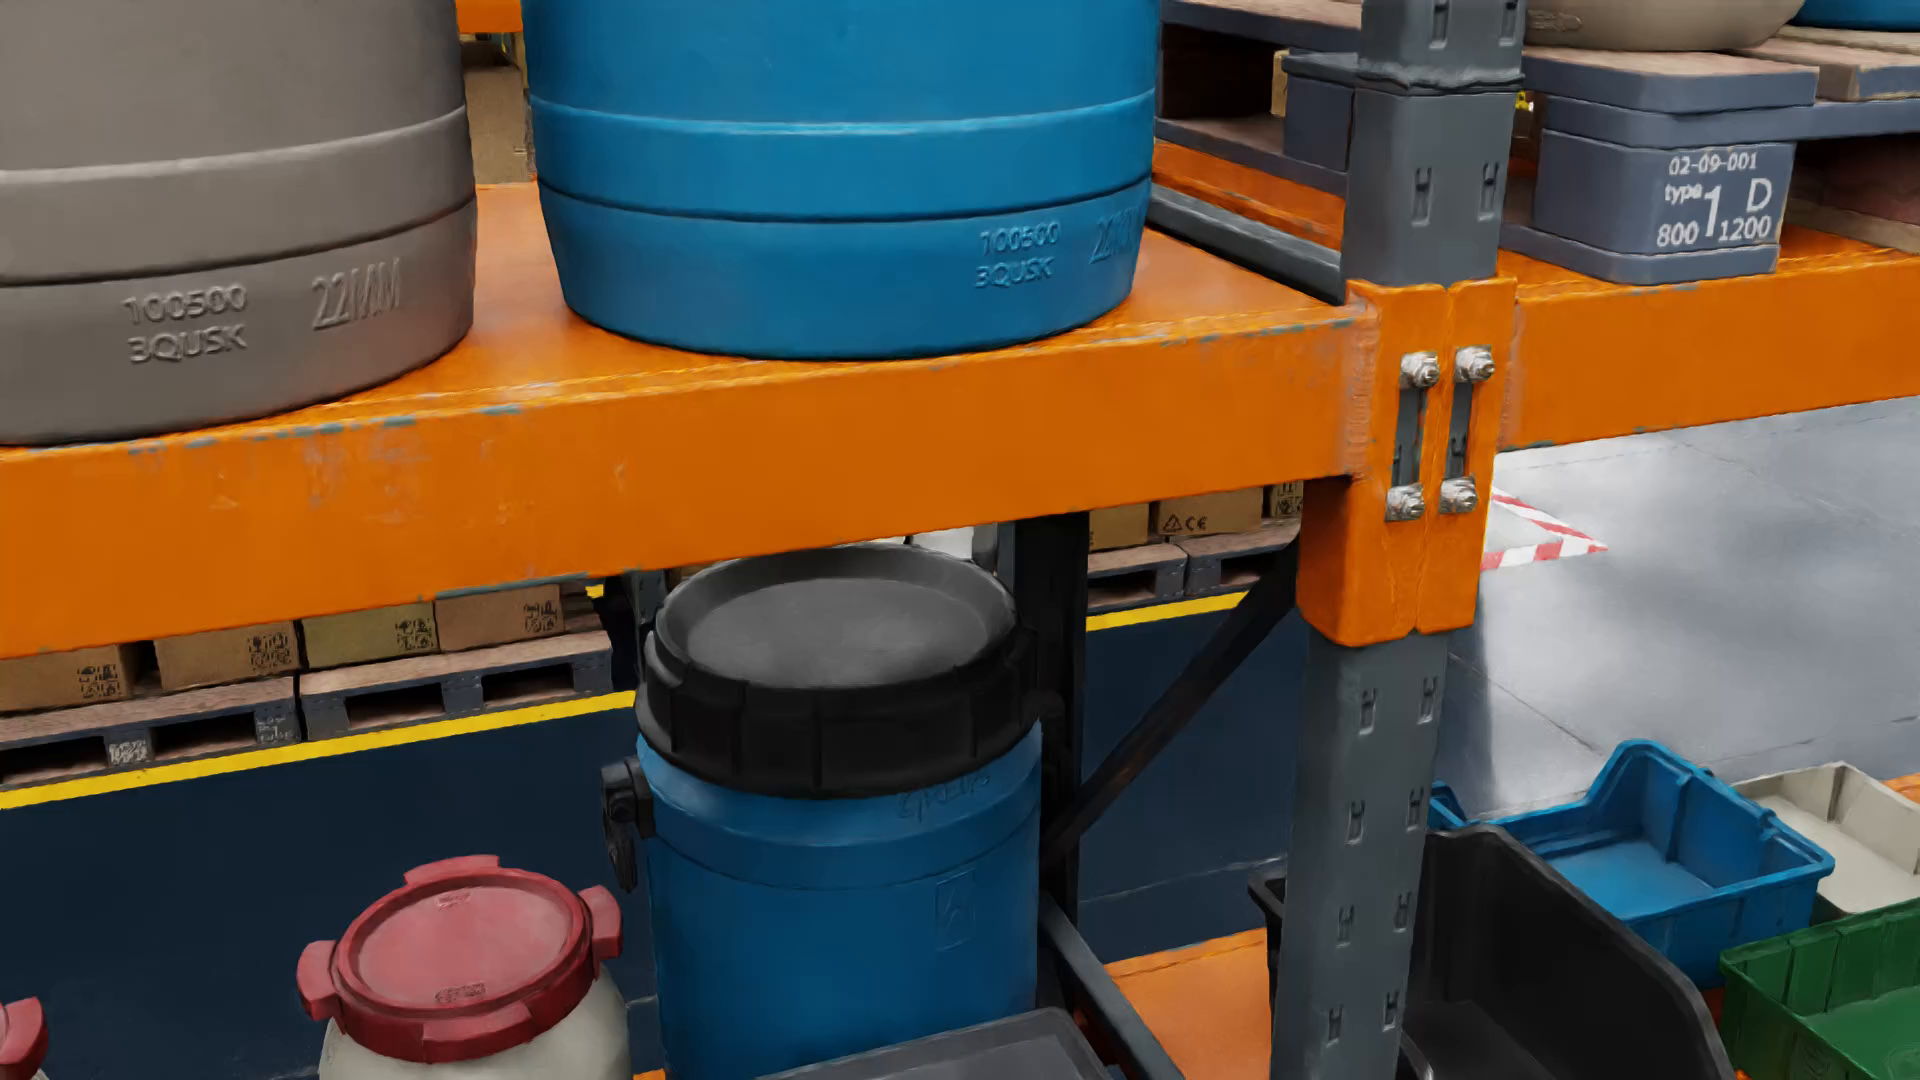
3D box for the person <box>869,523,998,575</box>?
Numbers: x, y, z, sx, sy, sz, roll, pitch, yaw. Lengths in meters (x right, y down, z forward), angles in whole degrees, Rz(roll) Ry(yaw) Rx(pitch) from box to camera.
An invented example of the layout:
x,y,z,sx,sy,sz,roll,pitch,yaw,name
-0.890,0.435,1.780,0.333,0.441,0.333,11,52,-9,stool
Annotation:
x,y,z,sx,sy,sz,roll,pitch,yaw,name
0.000,0.011,6.056,0.716,1.773,0.688,-21,30,-41,person
